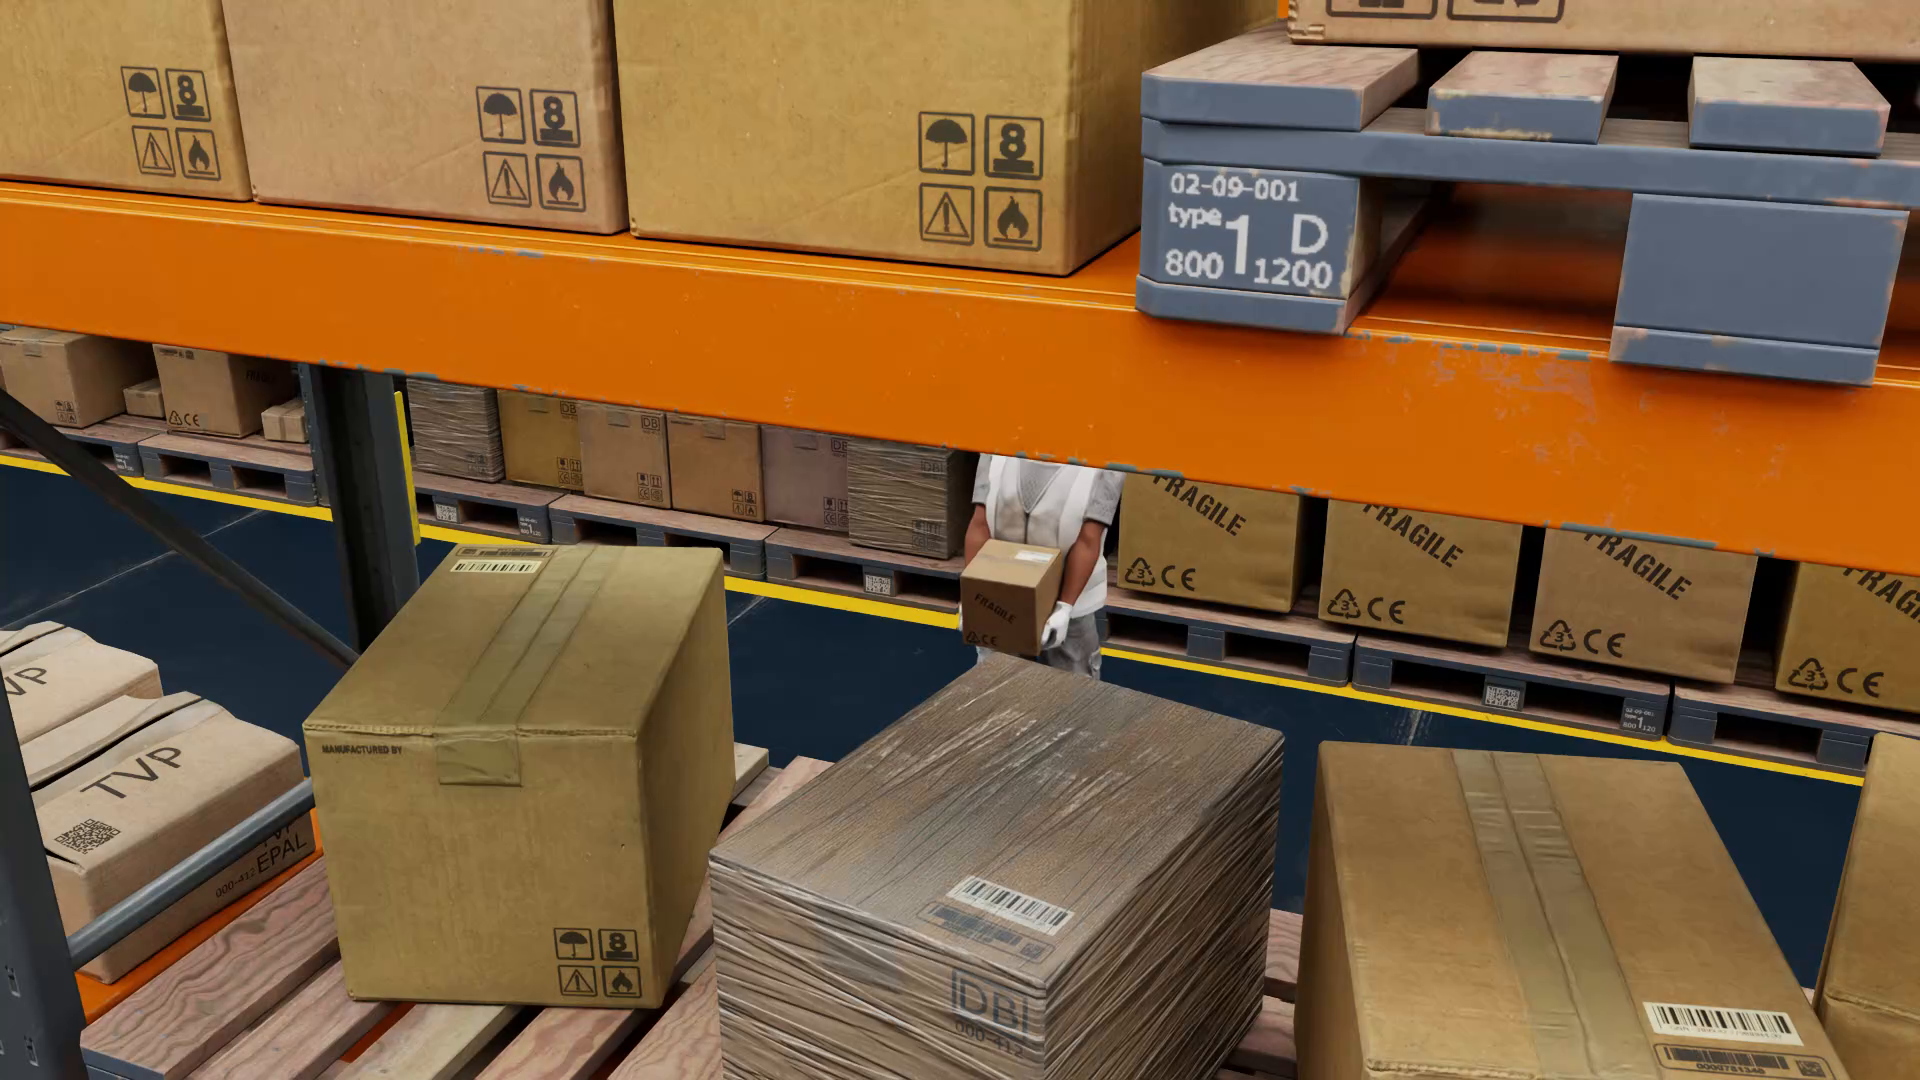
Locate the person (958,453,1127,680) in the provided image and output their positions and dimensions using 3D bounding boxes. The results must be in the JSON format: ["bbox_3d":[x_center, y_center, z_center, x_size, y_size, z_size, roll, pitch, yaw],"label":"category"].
[{"bbox_3d":[0.247,0.255,5.437,0.489,1.781,0.565,9,24,21],"label":"person"}]
